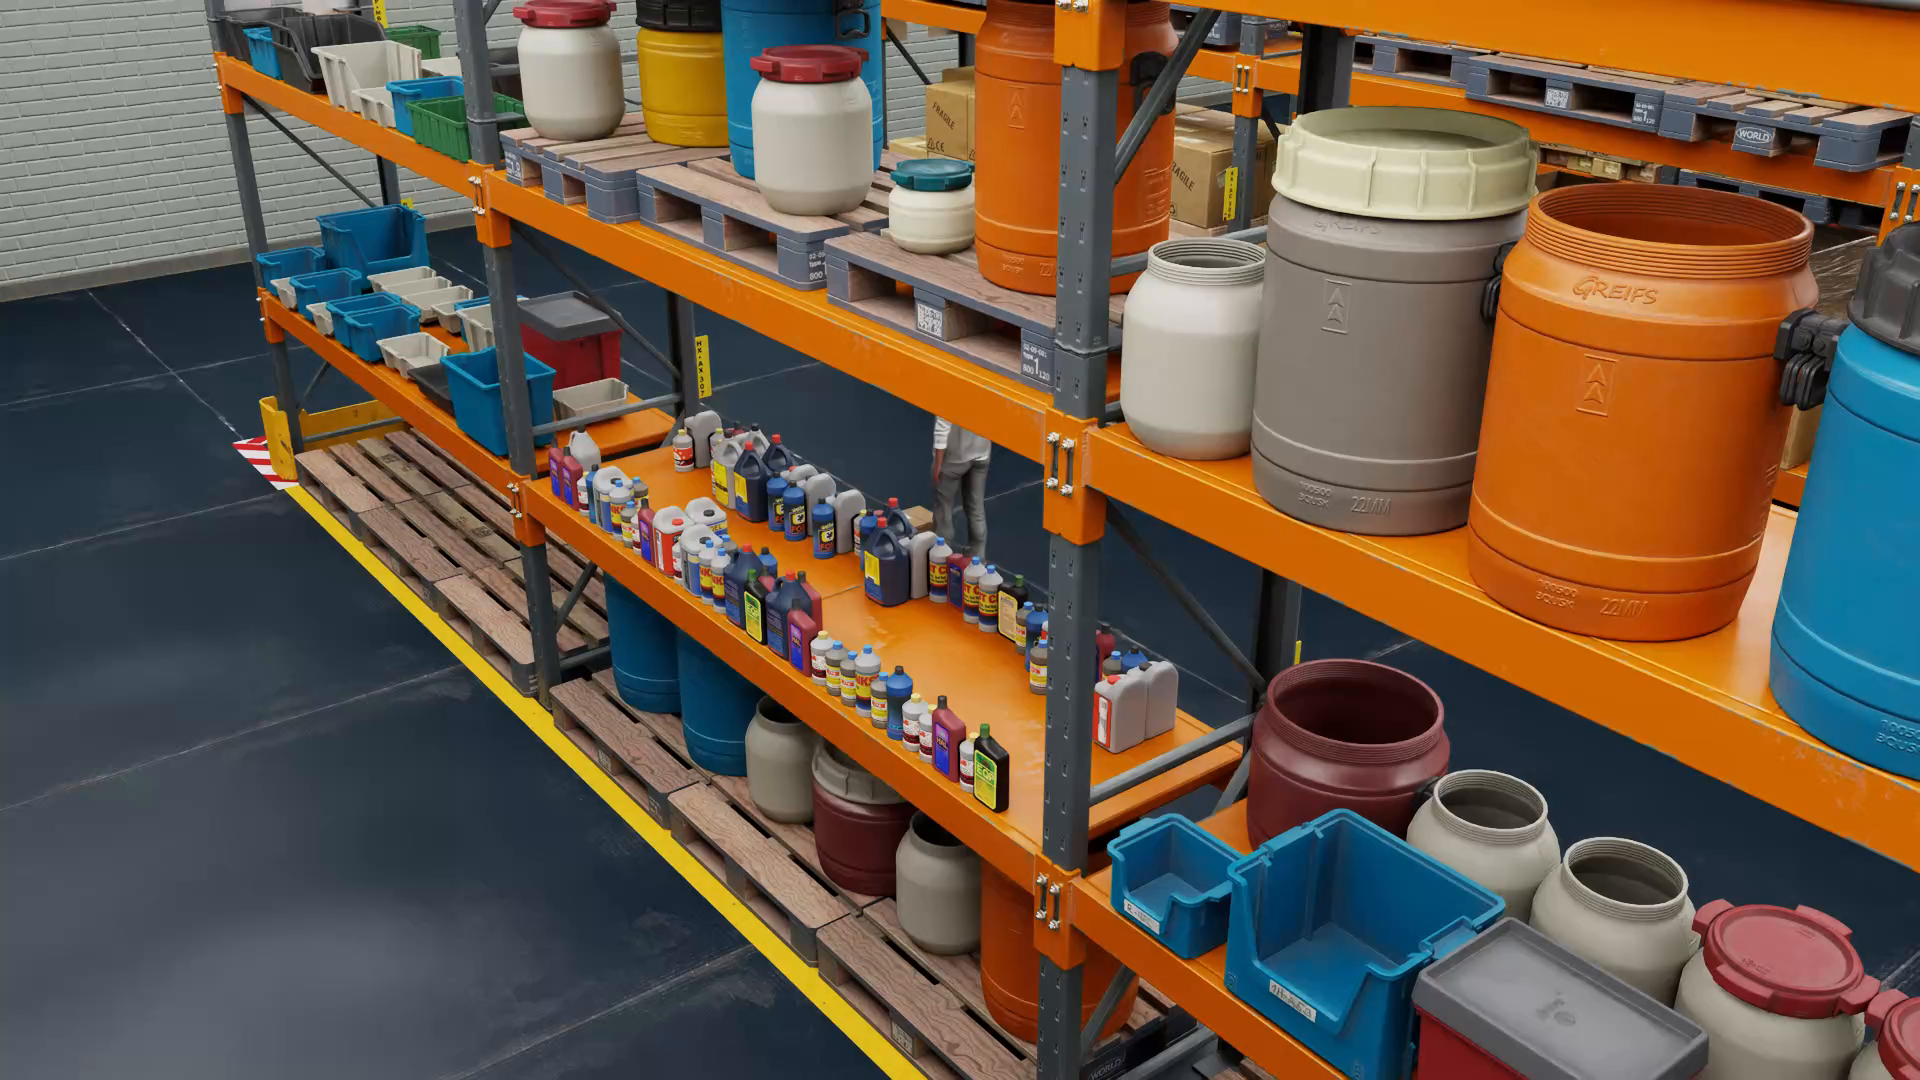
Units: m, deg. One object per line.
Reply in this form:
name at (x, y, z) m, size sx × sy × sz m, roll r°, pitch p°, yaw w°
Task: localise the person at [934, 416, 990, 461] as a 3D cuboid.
person at (0.010, -0.738, 9.521) m, size 0.429 × 0.536 × 0.284 m, roll -18°, pitch 31°, yaw -34°
